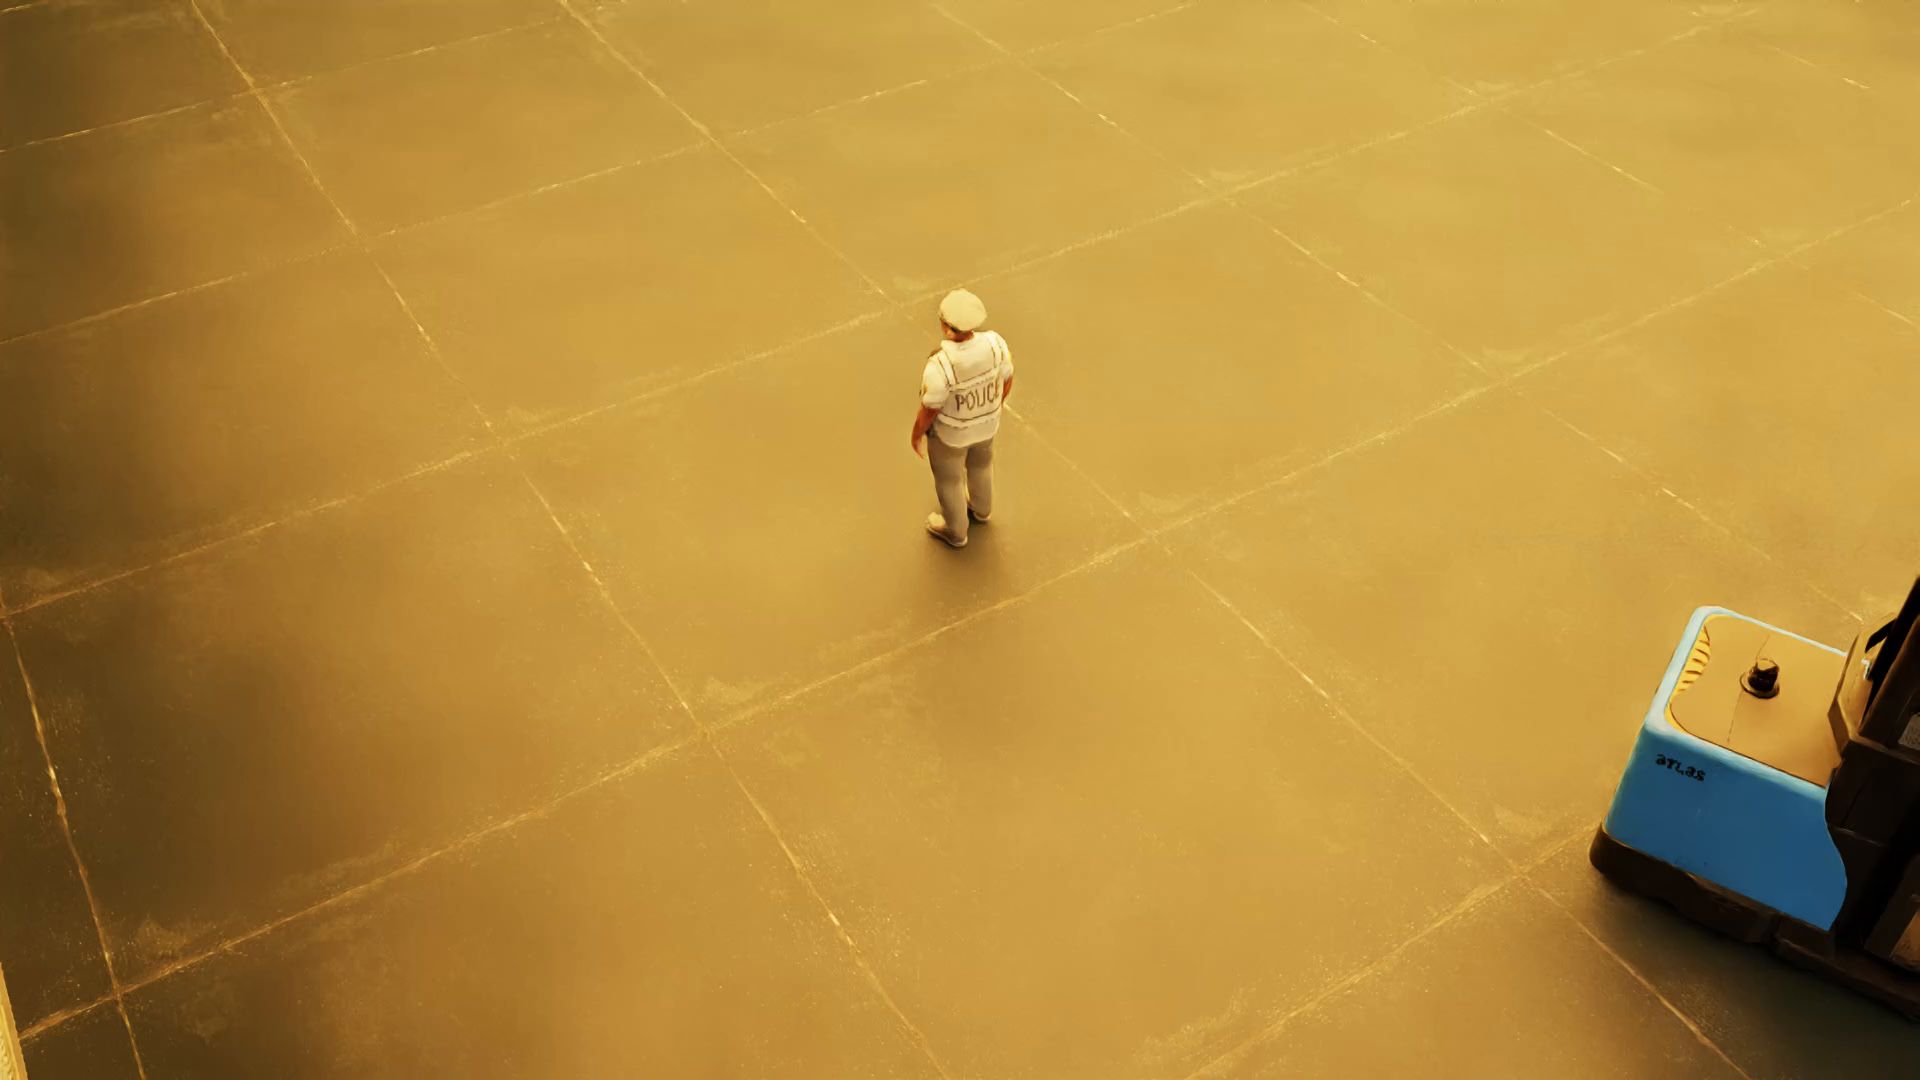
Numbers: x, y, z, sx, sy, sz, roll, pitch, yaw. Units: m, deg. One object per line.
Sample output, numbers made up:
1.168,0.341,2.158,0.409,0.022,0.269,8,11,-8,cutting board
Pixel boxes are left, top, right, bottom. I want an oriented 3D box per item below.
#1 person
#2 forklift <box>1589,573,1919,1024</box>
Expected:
-0.032,-0.724,9.561,0.640,1.781,0.574,-23,46,-24,person
4.617,0.795,6.961,3.031,2.935,1.130,23,46,24,forklift
